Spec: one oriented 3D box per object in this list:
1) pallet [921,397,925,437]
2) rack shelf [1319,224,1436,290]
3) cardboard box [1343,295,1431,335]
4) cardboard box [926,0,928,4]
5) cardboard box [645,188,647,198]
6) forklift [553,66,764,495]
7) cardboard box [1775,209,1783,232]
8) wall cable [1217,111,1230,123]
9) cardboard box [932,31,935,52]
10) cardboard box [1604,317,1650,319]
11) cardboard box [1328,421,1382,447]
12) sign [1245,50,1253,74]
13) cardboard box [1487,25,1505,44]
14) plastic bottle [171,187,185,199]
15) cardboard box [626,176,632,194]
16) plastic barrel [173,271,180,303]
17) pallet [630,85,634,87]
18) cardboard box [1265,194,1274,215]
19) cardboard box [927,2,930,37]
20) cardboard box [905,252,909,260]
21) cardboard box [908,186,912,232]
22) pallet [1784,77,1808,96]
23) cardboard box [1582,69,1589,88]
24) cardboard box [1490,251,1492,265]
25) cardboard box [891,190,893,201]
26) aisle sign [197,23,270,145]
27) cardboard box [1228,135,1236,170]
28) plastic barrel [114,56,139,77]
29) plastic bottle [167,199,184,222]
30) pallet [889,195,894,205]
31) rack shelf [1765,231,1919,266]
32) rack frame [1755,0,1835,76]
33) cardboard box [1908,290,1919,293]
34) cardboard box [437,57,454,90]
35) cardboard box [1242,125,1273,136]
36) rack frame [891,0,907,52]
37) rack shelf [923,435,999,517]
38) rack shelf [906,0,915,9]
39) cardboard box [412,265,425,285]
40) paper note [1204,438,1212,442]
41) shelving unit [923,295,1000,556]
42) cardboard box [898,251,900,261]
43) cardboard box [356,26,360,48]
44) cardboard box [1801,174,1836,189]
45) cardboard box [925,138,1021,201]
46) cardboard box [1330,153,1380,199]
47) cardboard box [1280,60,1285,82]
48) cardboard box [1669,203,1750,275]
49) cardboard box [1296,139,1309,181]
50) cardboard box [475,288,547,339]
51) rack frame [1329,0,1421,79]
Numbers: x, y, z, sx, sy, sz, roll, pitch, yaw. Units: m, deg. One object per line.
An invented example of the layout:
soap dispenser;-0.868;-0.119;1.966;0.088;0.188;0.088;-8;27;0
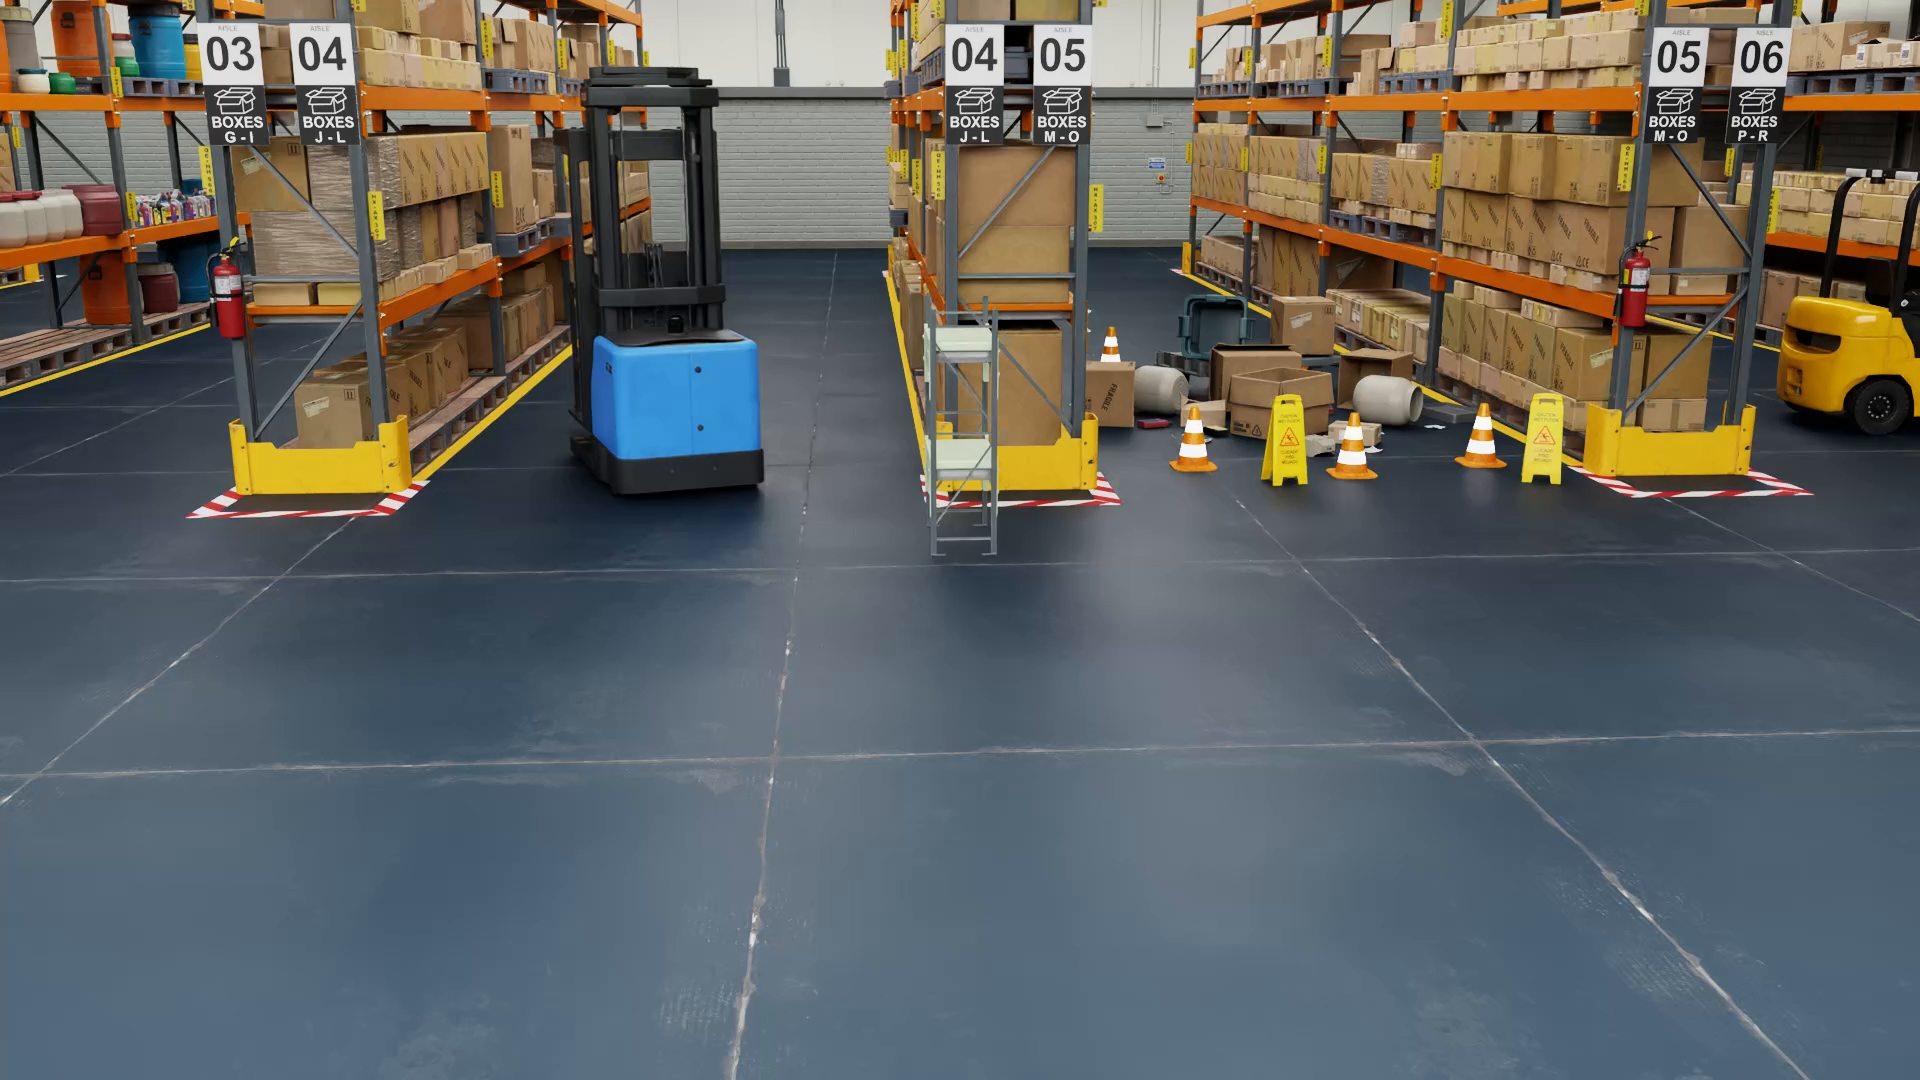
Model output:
pallet;0.195;-1.006;14.013;1.003;0.211;1.213;-1;14;-3
rack shelf;4.957;-3.102;18.005;1.077;0.370;4.000;-1;14;-3
cardboard box;4.912;-2.554;18.864;0.950;0.372;0.625;-1;14;-5
cardboard box;-0.075;-4.346;13.238;0.380;0.149;0.250;-1;14;-4
cardboard box;-5.185;-5.514;26.443;0.380;0.149;0.250;-1;14;-3
forklift;-2.417;-2.056;12.636;1.130;2.935;3.031;-6;15;-21
cardboard box;9.597;-3.713;19.239;0.500;0.250;0.500;-1;14;-5
wall cable;5.380;-7.856;33.000;0.588;1.984;0.122;-1;14;-3
cardboard box;-0.010;-3.706;12.351;0.380;0.149;0.250;-1;14;-3
cardboard box;5.494;-1.658;14.123;0.500;0.500;0.500;-1;14;-2
cardboard box;3.232;-0.872;13.616;0.380;0.149;0.250;7;16;26
sign;4.032;-6.675;23.232;0.100;0.325;0.005;-1;14;-3
cardboard box;4.817;-4.391;14.456;0.380;0.149;0.250;-1;14;-4
plastic bottle;-10.548;-4.586;22.431;0.144;0.351;0.185;-1;14;-3
cardboard box;-5.136;-5.234;24.553;0.500;0.250;0.500;-1;14;-2
plastic barrel;-10.242;-3.258;21.319;0.421;0.512;0.421;0;14;0
pallet;-5.418;-6.705;24.726;1.003;0.211;1.213;-1;14;-3
cardboard box;4.399;-4.500;22.296;0.500;0.250;0.500;-1;14;-4
cardboard box;-0.005;-4.124;13.177;0.500;0.250;0.500;-1;14;-3
cardboard box;-0.405;-3.368;20.265;0.500;0.250;0.500;-1;14;-5
cardboard box;-0.342;-3.779;18.991;0.500;0.500;0.500;-1;14;-3
pallet;9.919;-5.219;19.149;1.213;0.211;1.003;0;14;-1
cardboard box;5.048;-3.565;12.848;0.380;0.149;0.250;-1;14;-3
cardboard box;4.923;-2.492;14.697;0.380;0.149;0.250;-1;14;-4
cardboard box;-0.684;-4.430;21.386;0.380;0.149;0.250;-2;15;-6
aisle sign;-4.857;-3.044;11.120;0.394;0.787;0.004;-1;14;-3
cardboard box;4.258;-5.714;24.509;0.500;0.500;0.500;-1;14;-4
plastic barrel;-9.837;-5.566;19.588;0.294;0.245;0.294;0;14;0
plastic bottle;-9.791;-4.115;20.751;0.152;0.276;0.135;-1;14;-3
pallet;-0.446;-4.555;22.597;1.003;0.211;1.213;-1;14;-3
rack shelf;9.911;-3.179;18.307;1.077;0.370;4.000;-1;14;-3
rack frame;9.787;-6.930;19.403;1.000;3.000;0.127;-1;14;-3
cardboard box;9.992;-2.213;17.031;0.875;0.625;0.625;0;14;-1
cardboard box;-4.462;-3.814;13.610;0.500;0.250;0.500;-1;14;-4
cardboard box;4.249;-5.861;23.776;0.380;0.149;0.250;-1;14;-5
rack frame;-0.596;-8.741;26.439;1.000;3.000;0.127;-1;14;-3
rack shelf;0.000;-0.409;10.414;0.431;0.370;0.720;-1;14;-3
rack shelf;0.023;-5.712;16.913;1.077;0.370;4.000;-1;14;-3
cardboard box;-4.426;-2.069;13.050;0.380;0.149;0.250;-1;14;-3
paper note;1.995;-0.823;13.669;0.144;0.017;0.142;4;15;16
shelving unit;0.000;-0.725;10.333;0.431;1.500;0.755;-1;14;-3
cardboard box;-0.708;-4.161;24.362;0.380;0.149;0.250;-1;14;-4
cardboard box;-4.348;-3.450;11.397;0.380;0.149;0.250;-1;14;-4
cardboard box;9.604;-3.983;18.484;0.380;0.149;0.250;-1;14;-2
cardboard box;0.136;-3.354;15.076;0.875;0.550;0.550;-1;14;-3
cardboard box;4.630;-4.228;19.298;0.500;0.500;0.500;-1;14;-5
cardboard box;4.350;-6.073;21.519;0.396;0.266;0.258;0;14;1
cardboard box;5.577;-2.272;12.541;0.500;0.500;0.500;-1;14;-4
cardboard box;4.500;-4.732;20.691;0.500;0.500;0.500;-1;14;-2
cardboard box;-4.949;-2.493;18.329;0.700;0.500;0.500;-2;15;-8
rack frame;4.834;-6.853;19.101;1.000;3.000;0.127;-1;14;-3
